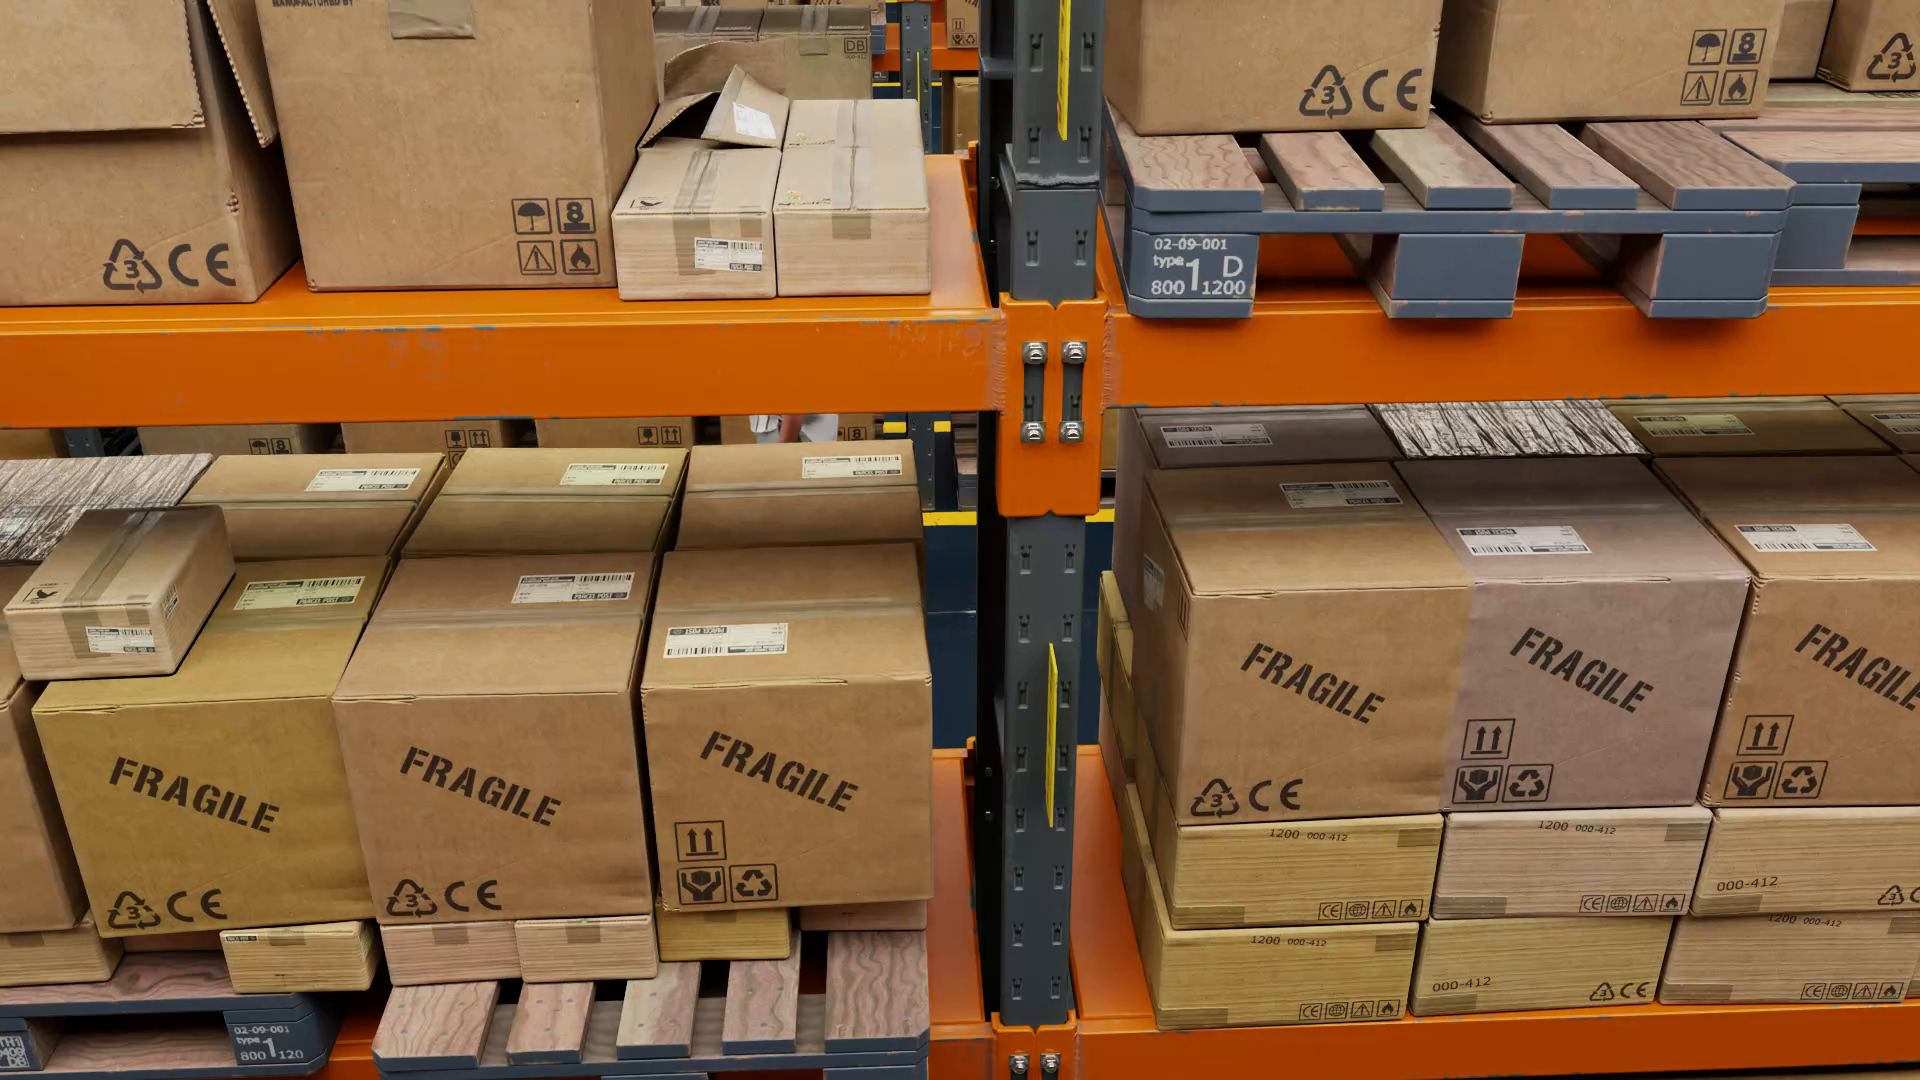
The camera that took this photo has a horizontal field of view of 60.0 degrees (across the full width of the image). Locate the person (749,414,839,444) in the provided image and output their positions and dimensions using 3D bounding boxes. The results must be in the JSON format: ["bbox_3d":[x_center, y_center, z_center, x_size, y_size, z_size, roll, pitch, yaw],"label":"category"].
[{"bbox_3d":[-0.726,-0.462,7.003,0.437,1.746,0.591,-3,27,-5],"label":"person"}]
